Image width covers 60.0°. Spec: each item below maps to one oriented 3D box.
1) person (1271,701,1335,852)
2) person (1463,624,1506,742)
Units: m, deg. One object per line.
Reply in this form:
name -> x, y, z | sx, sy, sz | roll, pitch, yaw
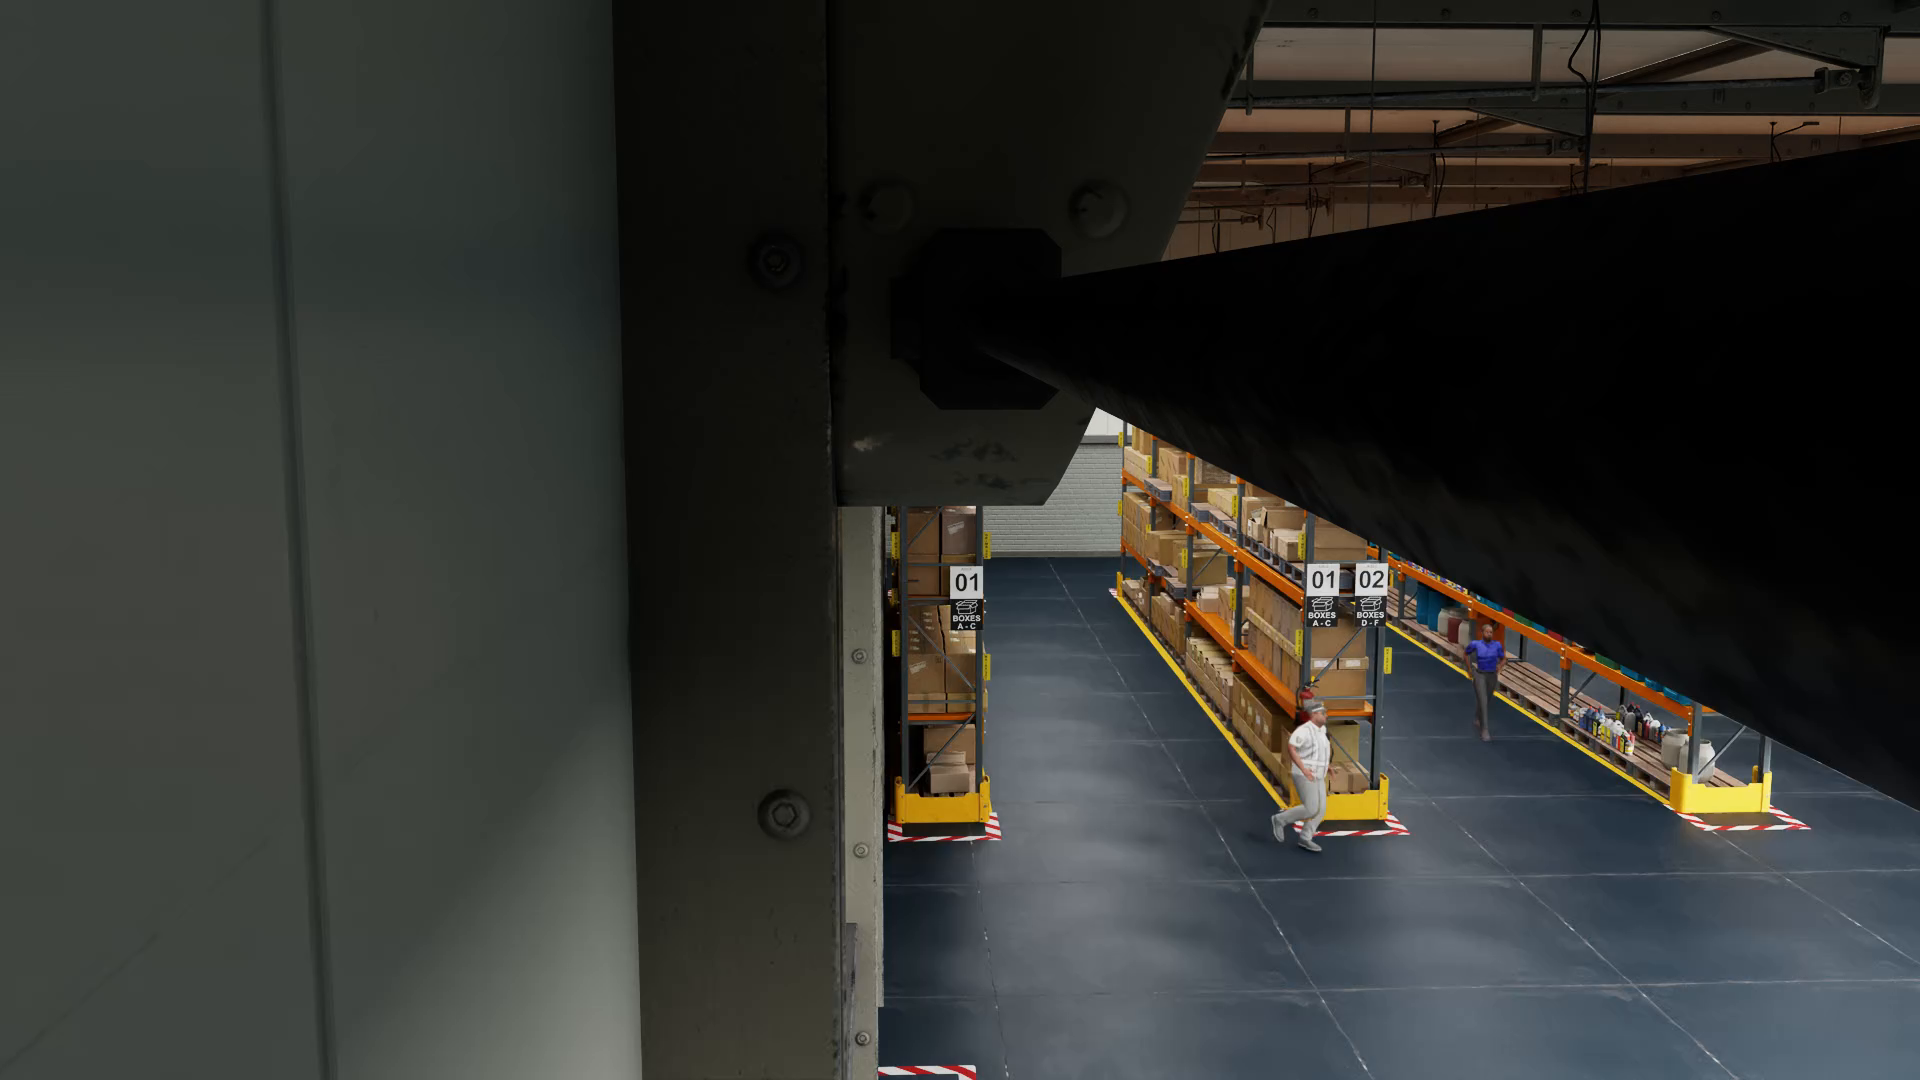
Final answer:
person -> 4.097, 2.738, 19.625 | 0.616, 1.727, 0.741 | 6, 10, 38
person -> 7.775, 2.063, 24.620 | 0.579, 1.672, 0.882 | 0, 8, -3
